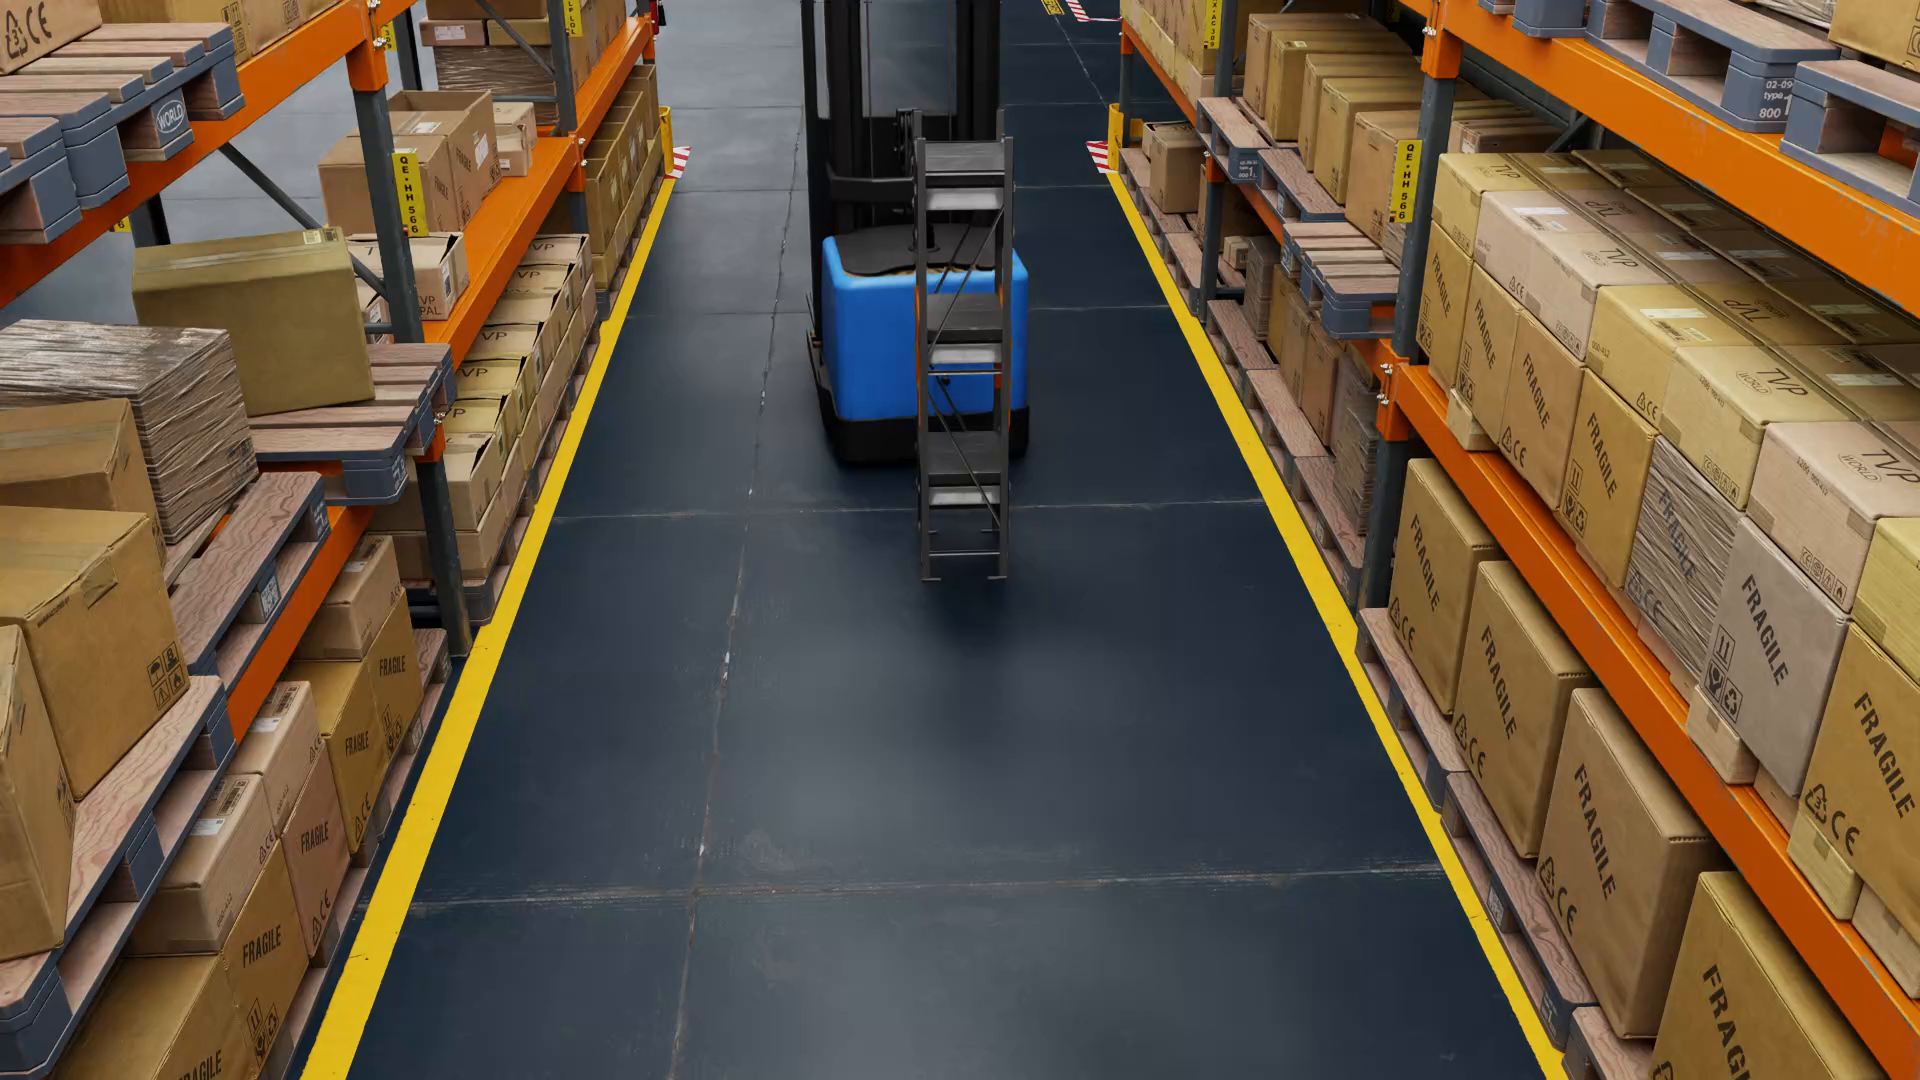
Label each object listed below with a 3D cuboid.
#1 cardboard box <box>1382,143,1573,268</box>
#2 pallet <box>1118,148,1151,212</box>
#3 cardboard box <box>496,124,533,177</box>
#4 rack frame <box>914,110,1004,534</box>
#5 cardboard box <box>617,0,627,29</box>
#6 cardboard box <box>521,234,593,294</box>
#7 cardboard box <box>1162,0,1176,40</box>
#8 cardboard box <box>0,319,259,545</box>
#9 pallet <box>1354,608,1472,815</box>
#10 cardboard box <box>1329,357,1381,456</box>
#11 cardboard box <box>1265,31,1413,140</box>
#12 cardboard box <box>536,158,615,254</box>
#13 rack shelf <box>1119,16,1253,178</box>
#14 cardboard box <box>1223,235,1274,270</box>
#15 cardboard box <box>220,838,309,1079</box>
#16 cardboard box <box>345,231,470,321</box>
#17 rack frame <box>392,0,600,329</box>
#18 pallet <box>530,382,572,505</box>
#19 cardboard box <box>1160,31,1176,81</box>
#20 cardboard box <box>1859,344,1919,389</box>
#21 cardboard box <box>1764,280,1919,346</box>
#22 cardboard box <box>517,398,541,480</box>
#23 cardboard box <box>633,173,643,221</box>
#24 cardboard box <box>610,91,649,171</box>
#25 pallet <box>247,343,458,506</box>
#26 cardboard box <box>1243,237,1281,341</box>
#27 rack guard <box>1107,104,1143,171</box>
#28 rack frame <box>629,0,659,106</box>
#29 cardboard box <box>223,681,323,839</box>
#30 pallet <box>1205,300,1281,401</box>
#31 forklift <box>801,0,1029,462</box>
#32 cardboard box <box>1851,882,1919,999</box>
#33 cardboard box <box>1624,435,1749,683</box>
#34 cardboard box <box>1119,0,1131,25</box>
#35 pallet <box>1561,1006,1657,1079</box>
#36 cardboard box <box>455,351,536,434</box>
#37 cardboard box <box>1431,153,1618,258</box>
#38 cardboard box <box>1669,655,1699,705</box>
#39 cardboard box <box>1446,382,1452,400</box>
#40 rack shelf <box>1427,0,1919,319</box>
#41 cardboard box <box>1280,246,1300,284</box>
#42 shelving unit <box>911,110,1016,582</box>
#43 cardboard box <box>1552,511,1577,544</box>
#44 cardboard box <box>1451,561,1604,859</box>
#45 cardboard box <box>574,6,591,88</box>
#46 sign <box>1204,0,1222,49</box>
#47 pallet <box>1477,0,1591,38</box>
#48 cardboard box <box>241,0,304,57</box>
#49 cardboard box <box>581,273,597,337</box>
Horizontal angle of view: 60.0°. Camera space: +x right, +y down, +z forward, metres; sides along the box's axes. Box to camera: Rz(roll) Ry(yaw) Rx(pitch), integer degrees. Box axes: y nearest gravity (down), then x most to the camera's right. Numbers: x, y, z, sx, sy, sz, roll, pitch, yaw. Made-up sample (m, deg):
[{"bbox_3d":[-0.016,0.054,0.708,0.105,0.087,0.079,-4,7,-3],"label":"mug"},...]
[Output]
[{"bbox_3d":[2.261,-1.403,7.113,0.700,0.500,0.500,-5,28,-9],"label":"cardboard box"},{"bbox_3d":[1.889,-2.994,13.763,1.003,0.211,1.213,-1,28,-3],"label":"pallet"},{"bbox_3d":[-2.630,-2.212,9.393,0.396,0.266,0.258,-2,28,-4],"label":"cardboard box"},{"bbox_3d":[-0.004,-0.967,7.834,0.400,2.100,0.015,-1,28,-3],"label":"rack frame"},{"bbox_3d":[-3.057,-4.349,13.236,0.700,0.500,0.500,-1,28,-3],"label":"cardboard box"},{"bbox_3d":[-2.552,-1.709,10.195,0.500,0.311,0.500,-1,28,-3],"label":"cardboard box"},{"bbox_3d":[1.706,-3.743,11.513,0.500,0.500,0.500,-2,28,-4],"label":"cardboard box"},{"bbox_3d":[-2.648,-0.341,5.099,0.700,0.500,0.500,4,28,7],"label":"cardboard box"},{"bbox_3d":[2.262,0.655,6.766,1.003,0.211,1.213,-1,28,-3],"label":"pallet"},{"bbox_3d":[2.296,-0.606,8.395,0.700,0.500,0.500,-1,28,-3],"label":"cardboard box"},{"bbox_3d":[2.102,-2.540,9.292,0.700,0.500,0.500,1,28,3],"label":"cardboard box"},{"bbox_3d":[-2.571,-2.194,10.922,0.500,0.500,0.500,-1,28,-3],"label":"cardboard box"},{"bbox_3d":[1.983,-3.399,12.301,1.077,0.370,4.000,-1,28,-3],"label":"rack shelf"},{"bbox_3d":[2.029,-1.980,11.390,0.380,0.166,0.250,-5,28,-9],"label":"cardboard box"},{"bbox_3d":[-2.281,1.228,4.879,0.500,0.500,0.500,-1,28,-2],"label":"cardboard box"},{"bbox_3d":[-2.504,-1.204,7.411,0.500,0.311,0.500,-2,28,-3],"label":"cardboard box"},{"bbox_3d":[-2.860,-2.673,10.132,1.000,3.000,0.127,-1,28,-3],"label":"rack frame"},{"bbox_3d":[-2.715,-0.533,9.043,1.003,0.211,1.213,-1,28,-3],"label":"pallet"},{"bbox_3d":[1.700,-3.410,11.686,0.500,0.250,0.500,-2,28,-3],"label":"cardboard box"},{"bbox_3d":[2.676,-0.309,4.337,0.500,0.250,0.500,-2,28,-4],"label":"cardboard box"},{"bbox_3d":[2.653,-0.550,4.799,0.500,0.250,0.500,-2,28,-4],"label":"cardboard box"},{"bbox_3d":[-2.445,-0.514,8.511,0.500,0.250,0.500,-2,28,-4],"label":"cardboard box"},{"bbox_3d":[-2.655,-2.554,12.423,0.500,0.250,0.500,-1,28,-3],"label":"cardboard box"},{"bbox_3d":[-2.676,-3.118,12.693,0.500,0.500,0.500,-1,28,-3],"label":"cardboard box"},{"bbox_3d":[-2.545,-0.429,6.037,1.213,0.211,1.003,-1,28,-3],"label":"pallet"},{"bbox_3d":[2.142,-1.542,10.190,0.700,0.500,0.500,0,28,-1],"label":"cardboard box"},{"bbox_3d":[1.882,-3.498,14.417,1.175,0.500,0.348,-1,28,-3],"label":"rack guard"},{"bbox_3d":[-3.068,-4.520,13.673,1.000,3.000,0.127,-1,28,-3],"label":"rack frame"},{"bbox_3d":[-2.303,0.679,5.120,0.500,0.250,0.500,-2,28,-4],"label":"cardboard box"},{"bbox_3d":[2.129,-1.199,10.320,1.003,0.211,1.213,-1,28,-3],"label":"pallet"},{"bbox_3d":[-0.362,-2.377,9.637,1.130,2.935,3.031,-4,28,-8],"label":"forklift"},{"bbox_3d":[2.204,0.853,3.620,0.380,0.149,0.250,-1,28,-2],"label":"cardboard box"},{"bbox_3d":[2.175,0.040,4.478,0.500,0.500,0.500,-1,28,-3],"label":"cardboard box"},{"bbox_3d":[1.587,-4.351,13.489,0.500,0.250,0.500,-2,28,-4],"label":"cardboard box"},{"bbox_3d":[2.389,1.782,4.605,1.003,0.211,1.213,-1,28,-3],"label":"pallet"},{"bbox_3d":[-2.445,-0.768,8.393,0.500,0.311,0.500,-2,28,-4],"label":"cardboard box"},{"bbox_3d":[2.064,-1.236,6.113,0.500,0.250,0.500,-1,28,-1],"label":"cardboard box"},{"bbox_3d":[2.180,0.382,4.525,0.380,0.149,0.250,-1,28,-3],"label":"cardboard box"},{"bbox_3d":[2.086,-0.570,6.350,0.380,0.149,0.250,-1,28,-2],"label":"cardboard box"},{"bbox_3d":[2.400,-1.035,4.524,1.077,0.370,4.000,-1,28,-3],"label":"rack shelf"},{"bbox_3d":[2.169,-1.671,9.626,0.500,0.250,0.500,-2,28,-4],"label":"cardboard box"},{"bbox_3d":[0.009,-0.855,7.618,0.431,2.100,0.503,-1,28,-3],"label":"shelving unit"},{"bbox_3d":[2.177,-0.094,5.436,0.380,0.149,0.250,-1,28,-2],"label":"cardboard box"},{"bbox_3d":[2.243,0.567,5.789,0.750,0.750,0.750,-2,28,-3],"label":"cardboard box"},{"bbox_3d":[-2.945,-3.397,11.412,0.700,0.500,0.500,-1,28,-2],"label":"cardboard box"},{"bbox_3d":[1.546,-3.162,10.132,0.100,0.325,0.005,-1,28,-3],"label":"sign"},{"bbox_3d":[2.383,-1.897,5.605,1.213,0.211,1.003,0,28,0],"label":"pallet"},{"bbox_3d":[-2.568,-1.764,5.037,0.910,0.500,0.500,-1,28,-3],"label":"cardboard box"},{"bbox_3d":[-2.548,-1.456,10.317,0.500,0.250,0.500,-2,28,-3],"label":"cardboard box"}]
